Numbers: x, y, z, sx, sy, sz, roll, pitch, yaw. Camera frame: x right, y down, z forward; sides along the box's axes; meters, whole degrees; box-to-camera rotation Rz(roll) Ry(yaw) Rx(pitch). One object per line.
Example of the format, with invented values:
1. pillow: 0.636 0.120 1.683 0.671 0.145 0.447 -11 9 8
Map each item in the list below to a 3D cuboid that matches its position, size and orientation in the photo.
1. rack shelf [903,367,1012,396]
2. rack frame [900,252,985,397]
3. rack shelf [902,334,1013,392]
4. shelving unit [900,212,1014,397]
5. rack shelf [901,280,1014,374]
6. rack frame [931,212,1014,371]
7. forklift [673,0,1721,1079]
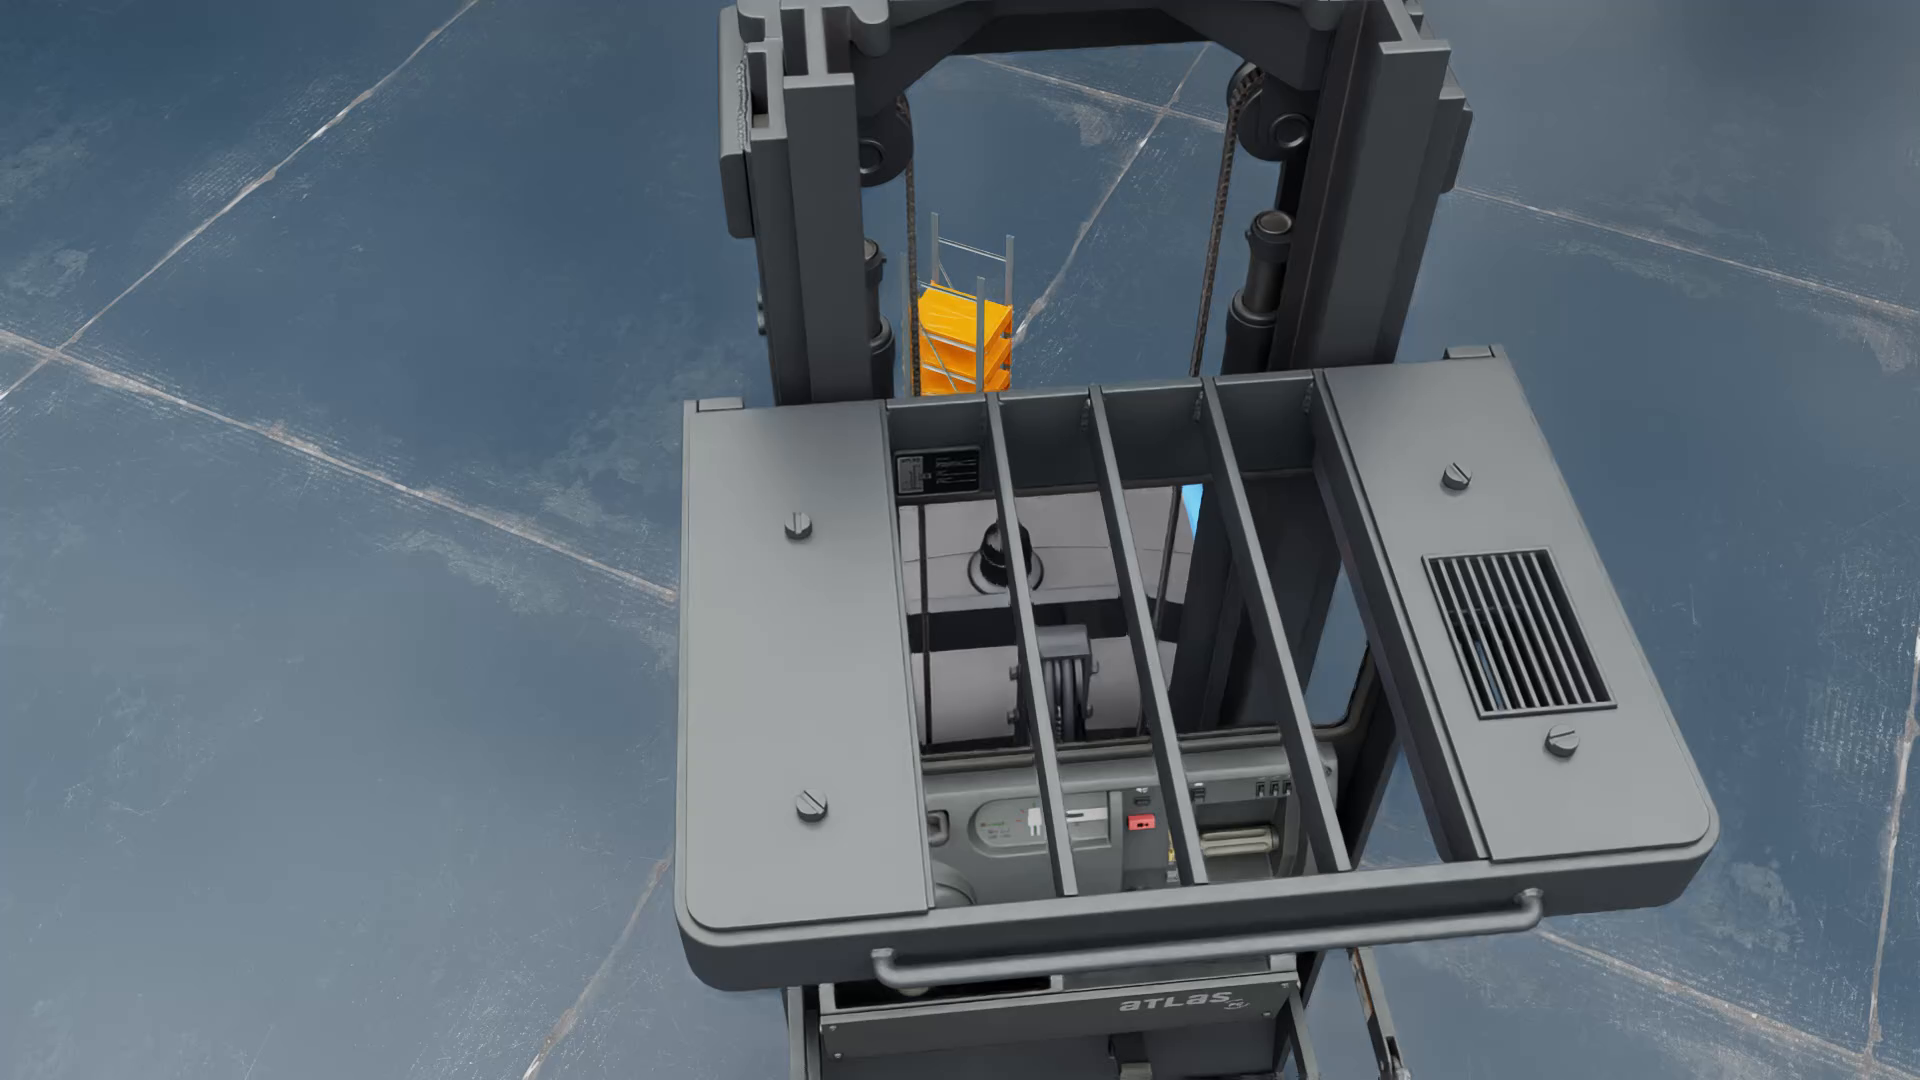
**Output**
1. rack shelf: -0.006 -0.428 4.727 0.258 0.103 0.180 20 52 16
2. rack frame: -0.045 -0.316 4.731 0.240 1.200 0.006 20 52 16
3. rack shelf: -0.006 -0.506 4.636 0.258 0.103 0.180 20 52 16
4. shelving unit: -0.006 -0.379 4.785 0.258 1.200 0.189 20 52 16
5. rack shelf: -0.006 -0.583 4.544 0.258 0.103 0.180 20 52 16
6. rack frame: 0.033 -0.442 4.838 0.240 1.200 0.006 20 52 16
7. forklift: 0.213 0.677 2.749 1.130 2.935 3.031 -4 50 -4
